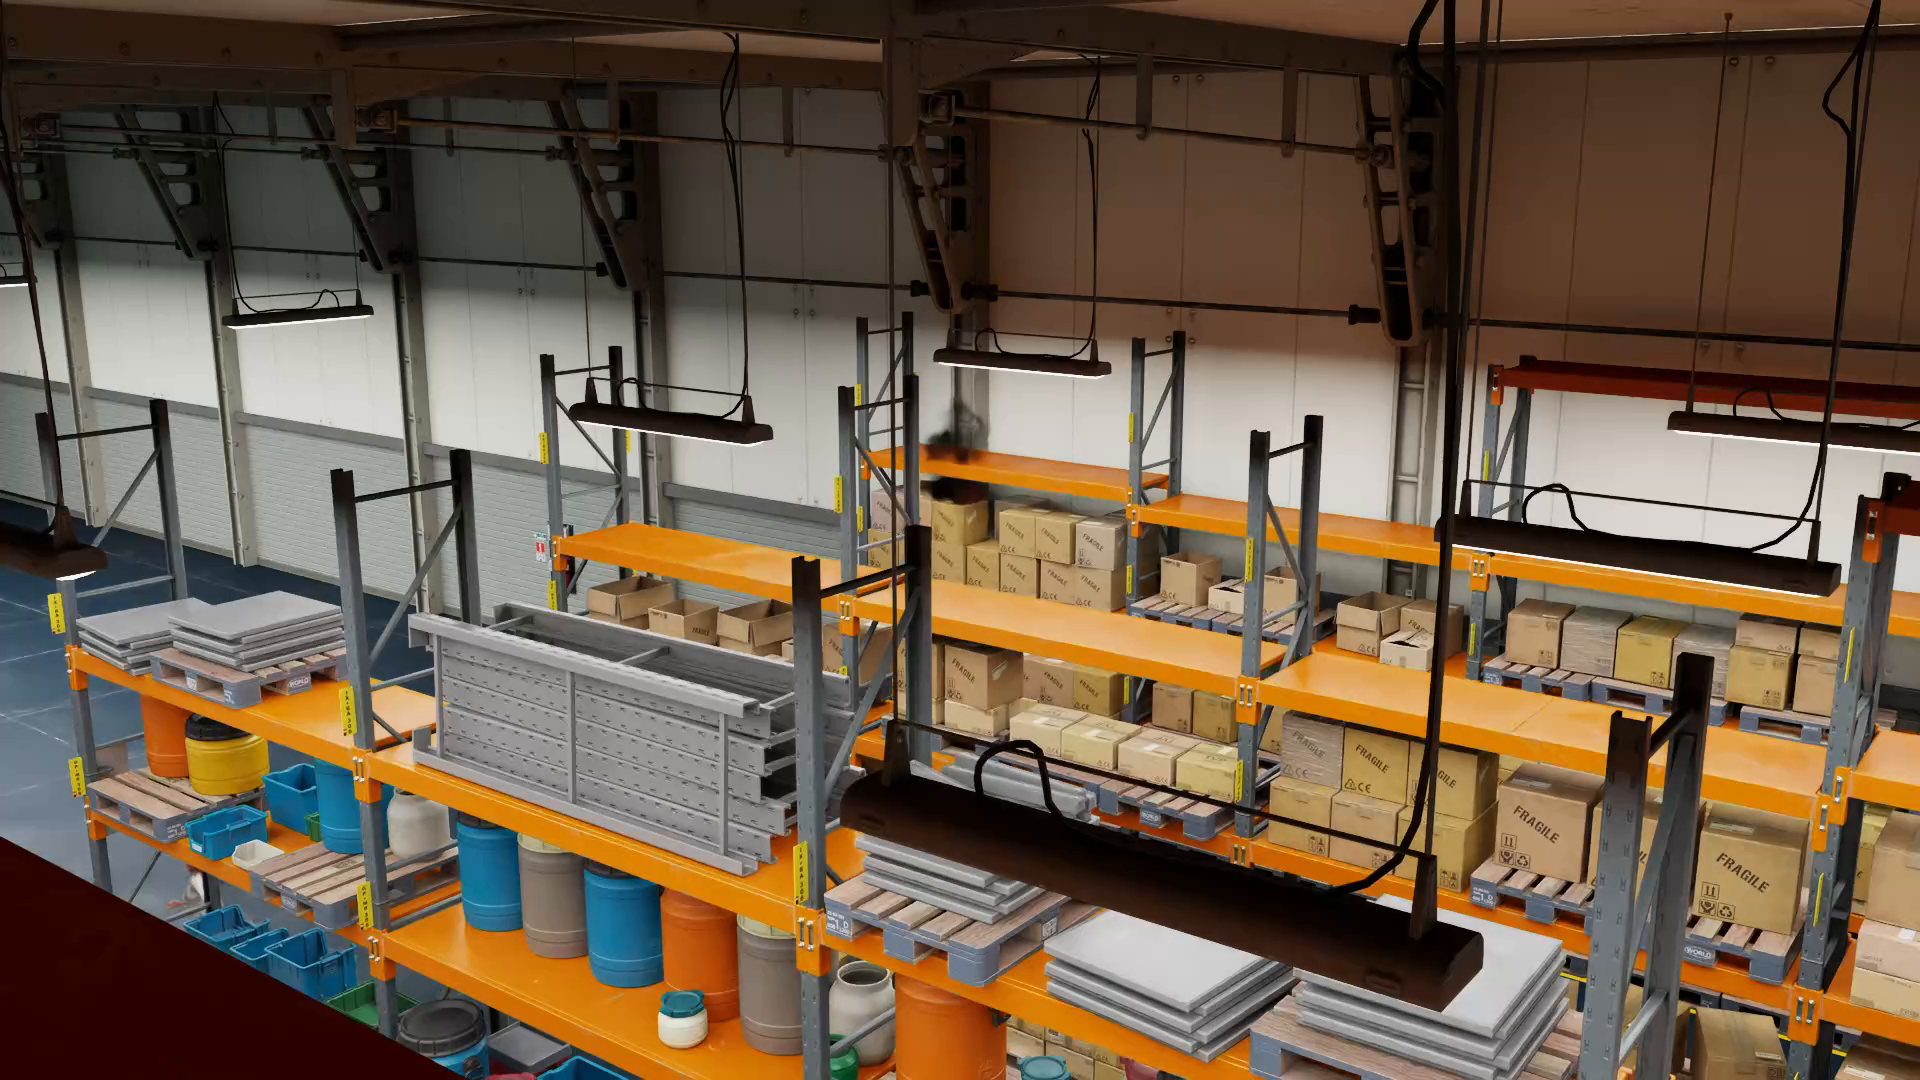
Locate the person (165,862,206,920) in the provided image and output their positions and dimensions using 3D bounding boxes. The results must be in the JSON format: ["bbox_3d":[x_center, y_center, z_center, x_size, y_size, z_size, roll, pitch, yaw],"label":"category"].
[{"bbox_3d":[-7.214,3.690,15.847,0.741,1.549,0.560,0,13,0],"label":"person"}]
